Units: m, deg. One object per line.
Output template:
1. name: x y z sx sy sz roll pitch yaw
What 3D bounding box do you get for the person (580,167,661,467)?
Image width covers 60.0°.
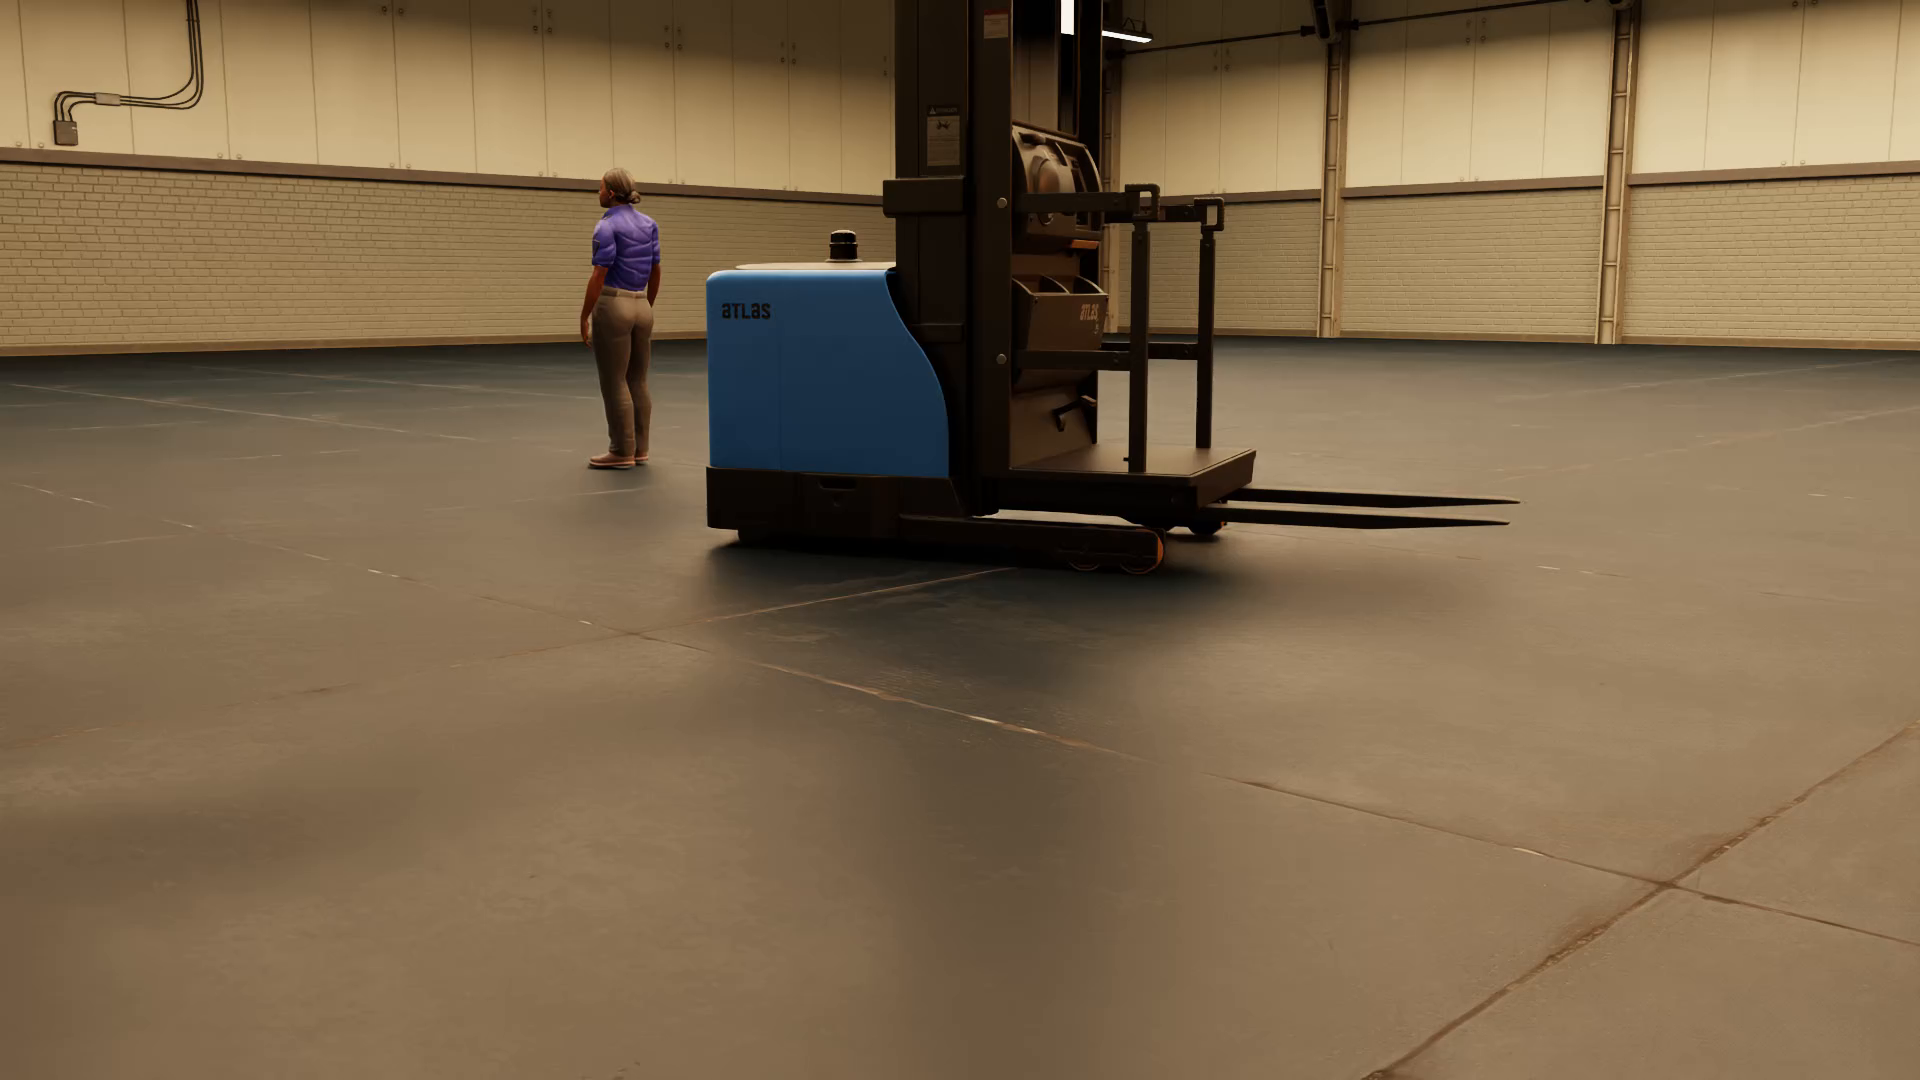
1. person: -1.950 -1.238 9.335 0.504 1.655 0.568 6 10 33

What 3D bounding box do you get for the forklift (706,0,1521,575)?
1. forklift: 0.565 -1.416 6.275 3.031 2.935 1.130 3 9 22
